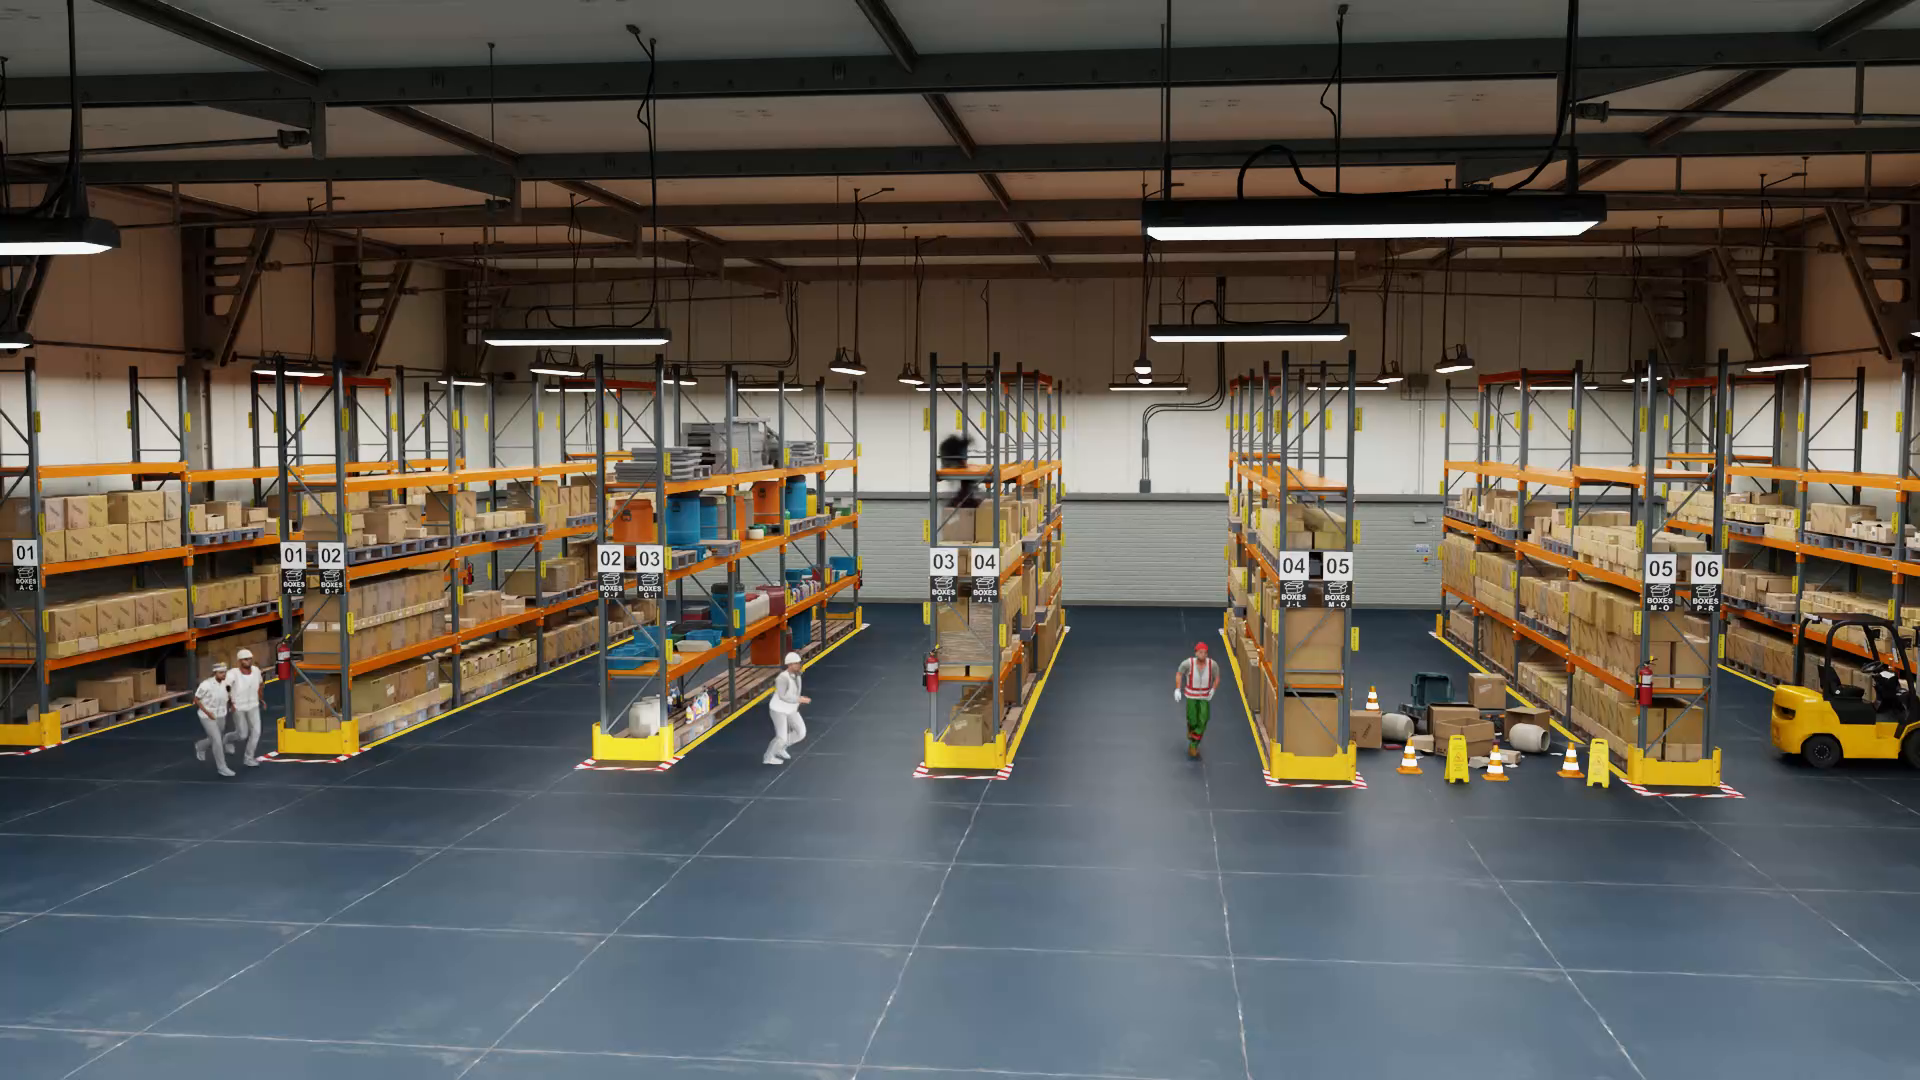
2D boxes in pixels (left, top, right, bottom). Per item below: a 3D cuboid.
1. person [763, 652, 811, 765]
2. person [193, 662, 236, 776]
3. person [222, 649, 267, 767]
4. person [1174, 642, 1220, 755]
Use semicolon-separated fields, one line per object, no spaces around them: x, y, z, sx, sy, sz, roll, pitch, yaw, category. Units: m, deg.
-2.503;2.455;24.222;0.817;1.666;0.654;2;4;26;person
-10.690;2.525;23.692;0.838;1.641;0.544;3;5;35;person
-10.481;2.433;24.273;0.757;1.707;0.682;3;5;40;person
3.585;2.374;25.105;0.651;1.717;0.693;-1;4;-9;person
